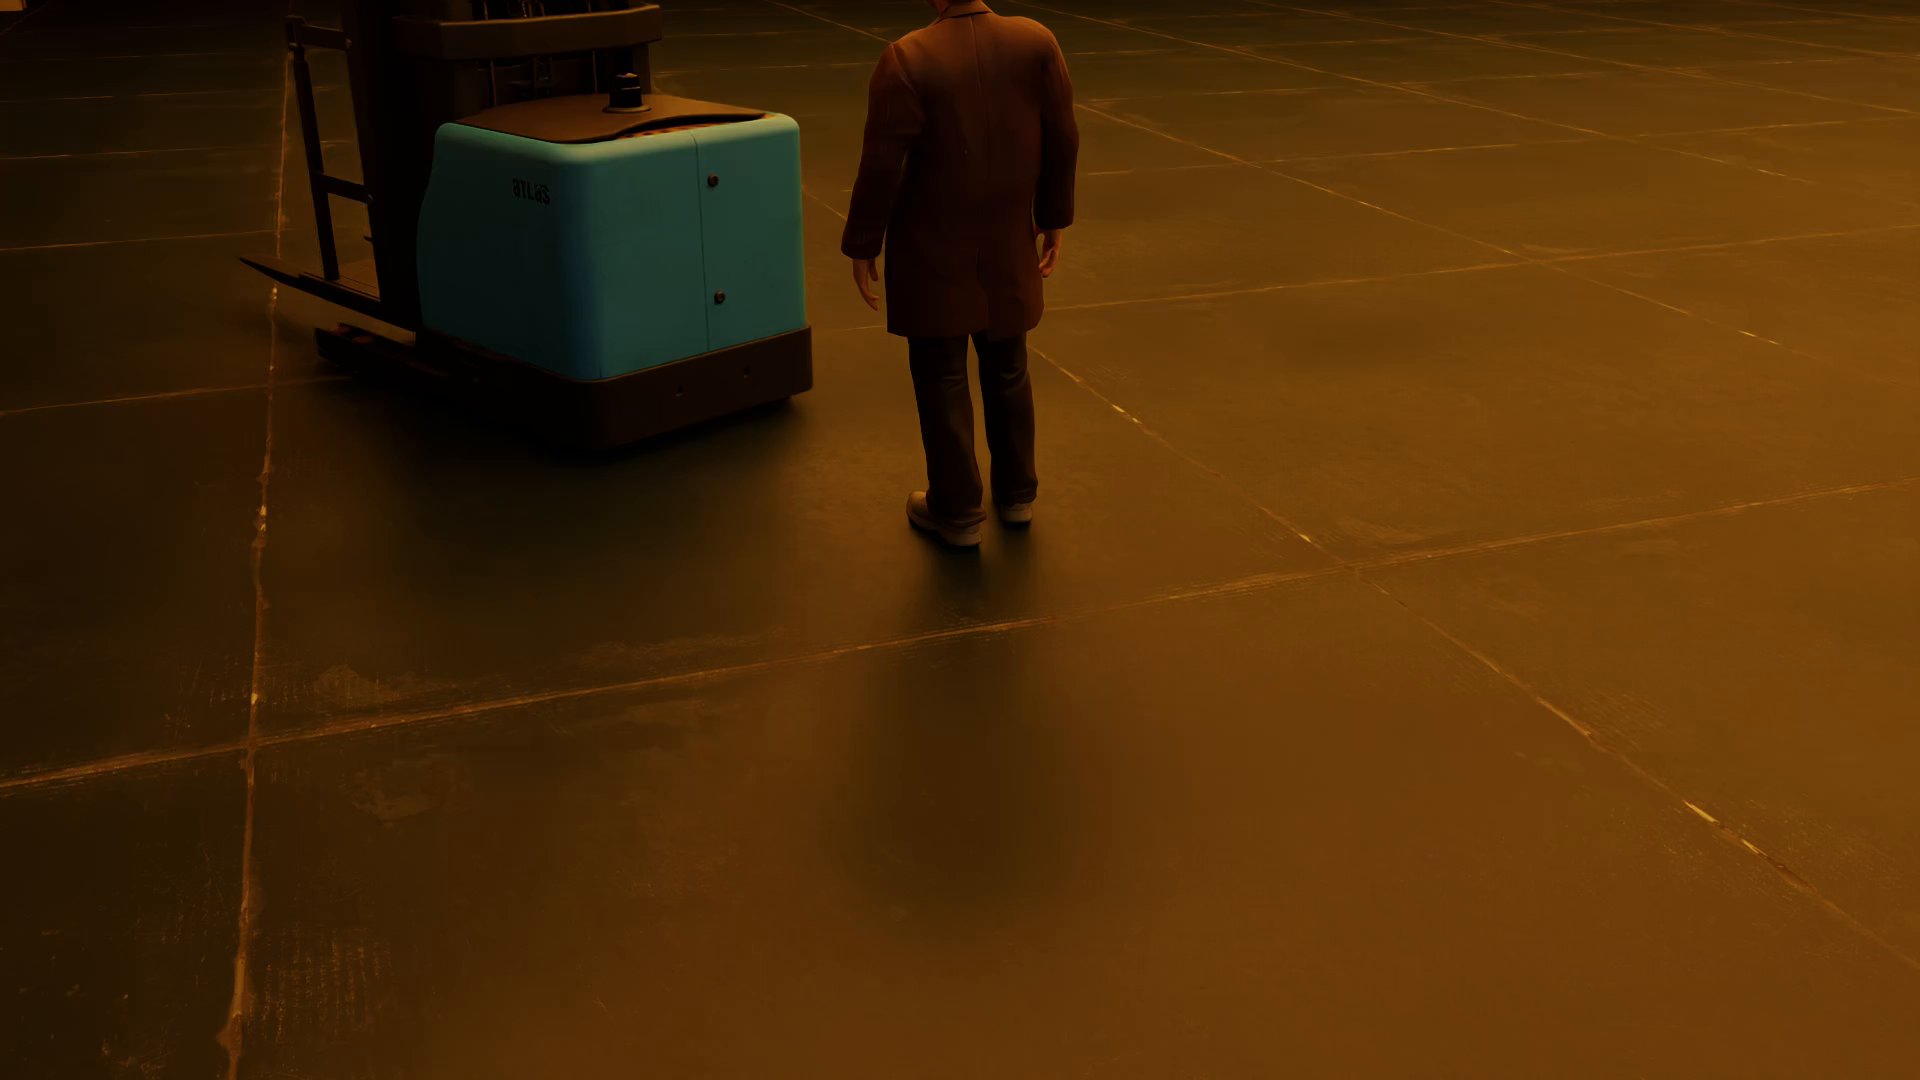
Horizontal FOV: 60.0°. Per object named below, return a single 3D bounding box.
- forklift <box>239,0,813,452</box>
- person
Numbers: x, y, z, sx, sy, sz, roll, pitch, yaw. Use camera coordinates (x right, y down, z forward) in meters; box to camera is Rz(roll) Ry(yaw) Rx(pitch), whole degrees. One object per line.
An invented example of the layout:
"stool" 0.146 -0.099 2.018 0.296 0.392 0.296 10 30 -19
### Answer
"forklift" -1.965 -2.126 6.354 3.031 2.935 1.130 20 30 40
"person" -0.027 -0.860 4.812 0.696 1.775 0.582 -8 24 -18
